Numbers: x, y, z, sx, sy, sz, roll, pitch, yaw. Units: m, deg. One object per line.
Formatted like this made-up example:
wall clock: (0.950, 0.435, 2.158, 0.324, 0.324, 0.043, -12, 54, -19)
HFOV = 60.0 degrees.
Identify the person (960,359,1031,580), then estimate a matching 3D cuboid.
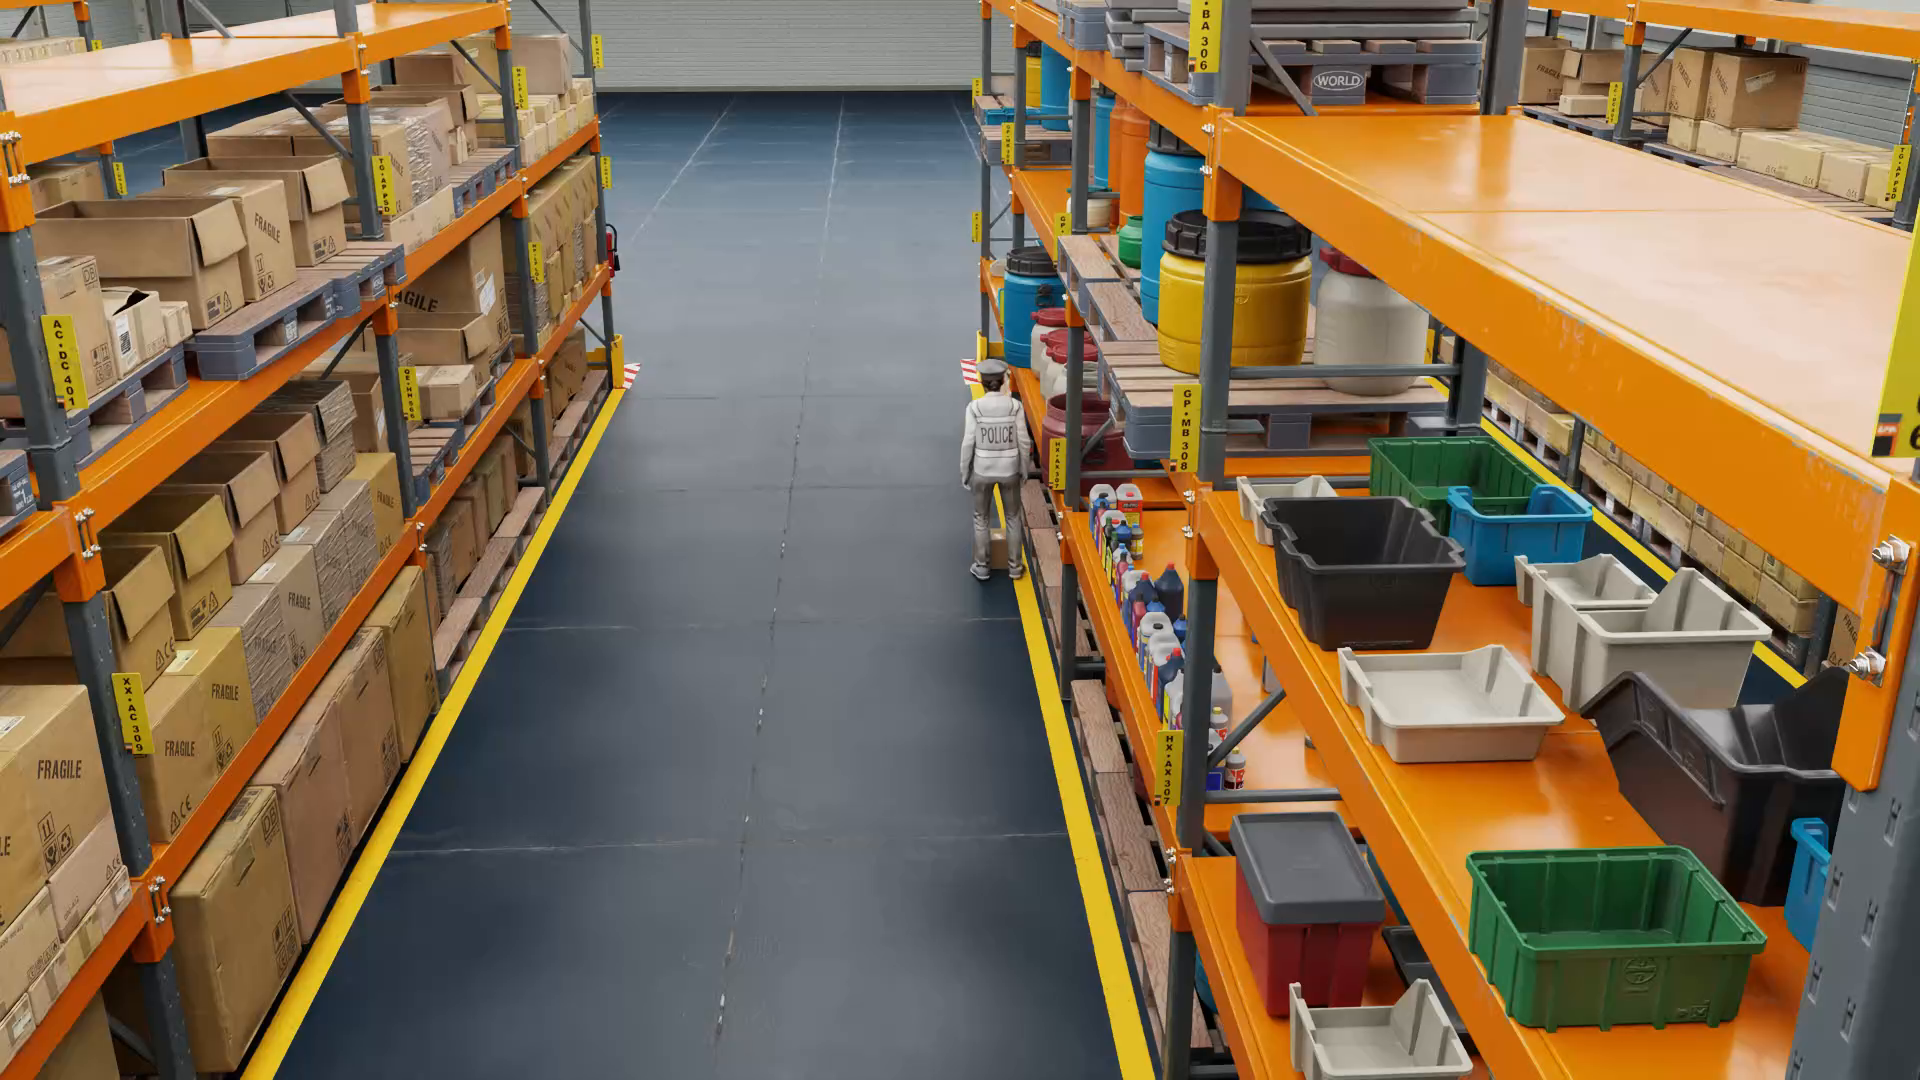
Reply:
person: (0.261, -0.505, 12.423, 0.525, 1.662, 0.374, -2, 21, -5)
